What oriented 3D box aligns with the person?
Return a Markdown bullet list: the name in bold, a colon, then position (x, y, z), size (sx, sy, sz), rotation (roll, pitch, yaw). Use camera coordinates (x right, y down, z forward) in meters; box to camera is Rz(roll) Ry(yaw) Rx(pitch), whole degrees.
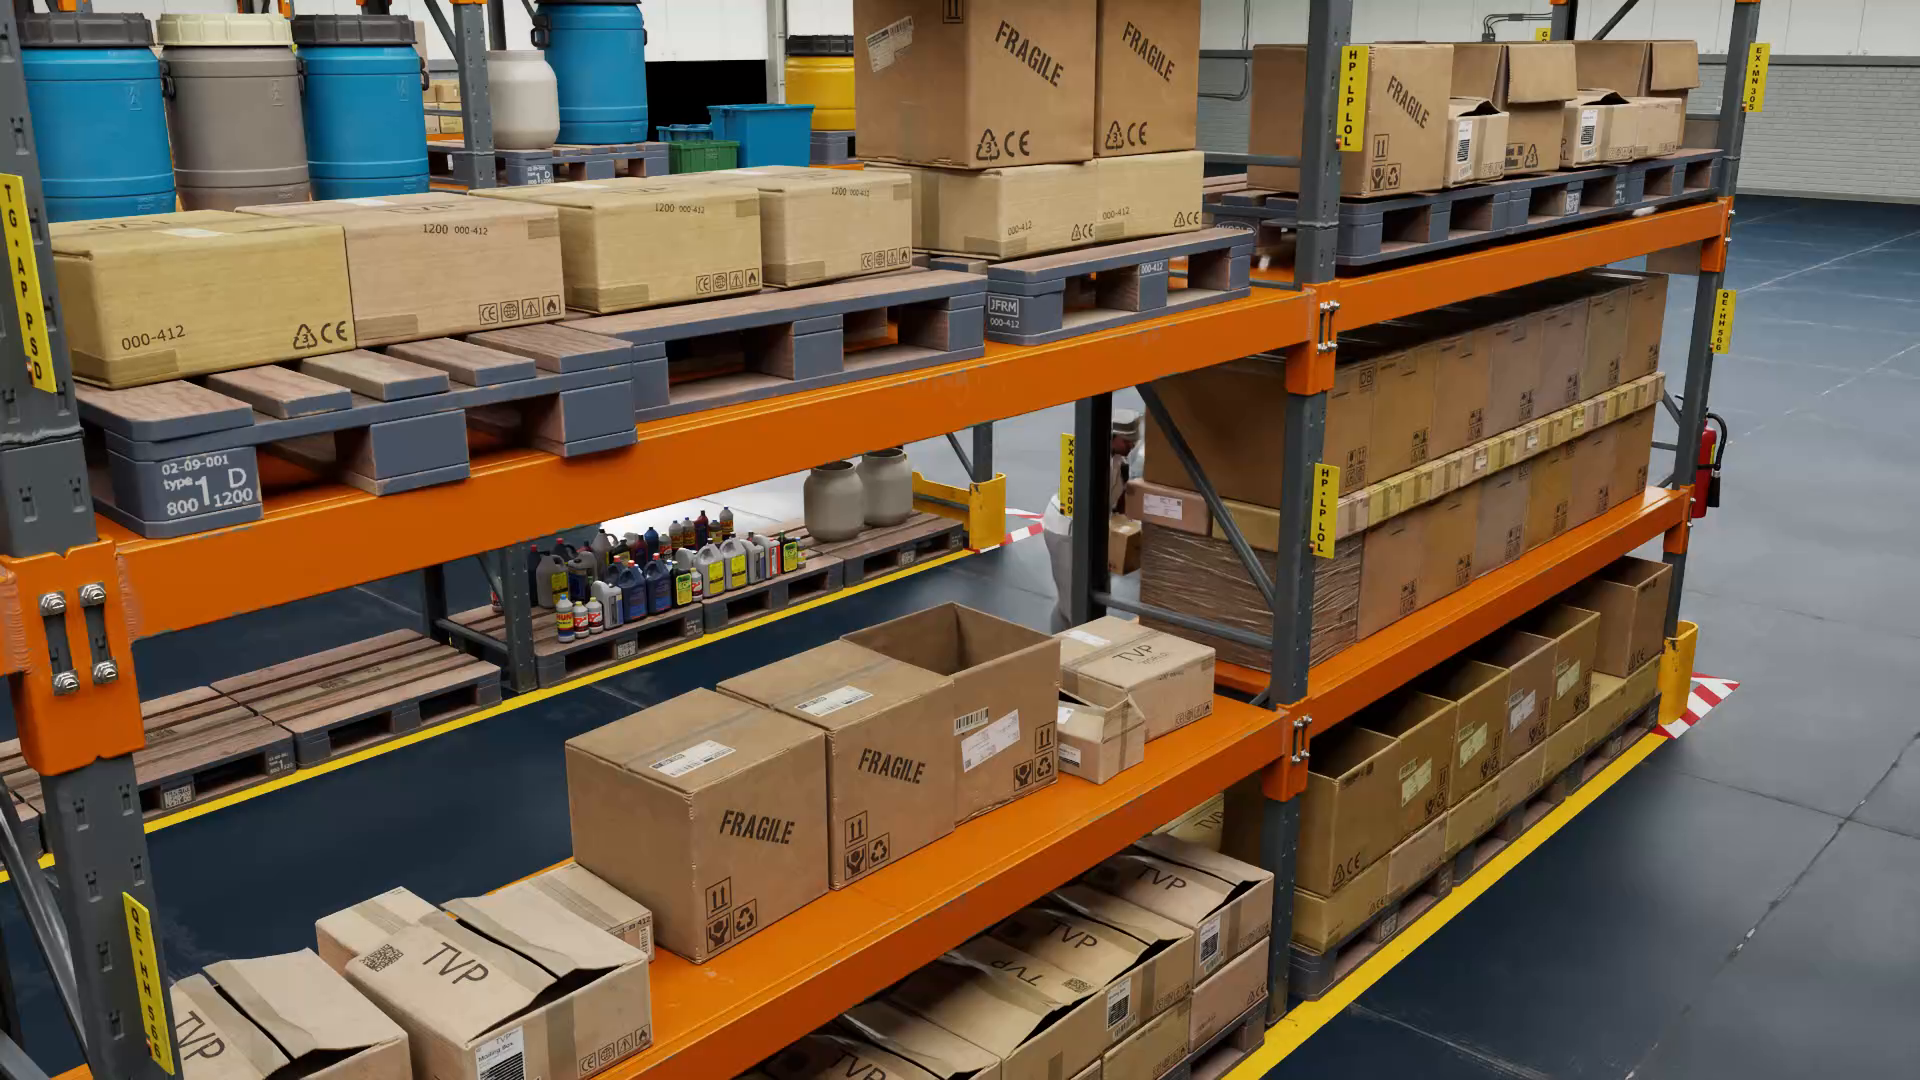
- **person**: position (0.767, 0.012, 9.643), size (0.573, 1.591, 0.411), rotation (14, 22, 38)
